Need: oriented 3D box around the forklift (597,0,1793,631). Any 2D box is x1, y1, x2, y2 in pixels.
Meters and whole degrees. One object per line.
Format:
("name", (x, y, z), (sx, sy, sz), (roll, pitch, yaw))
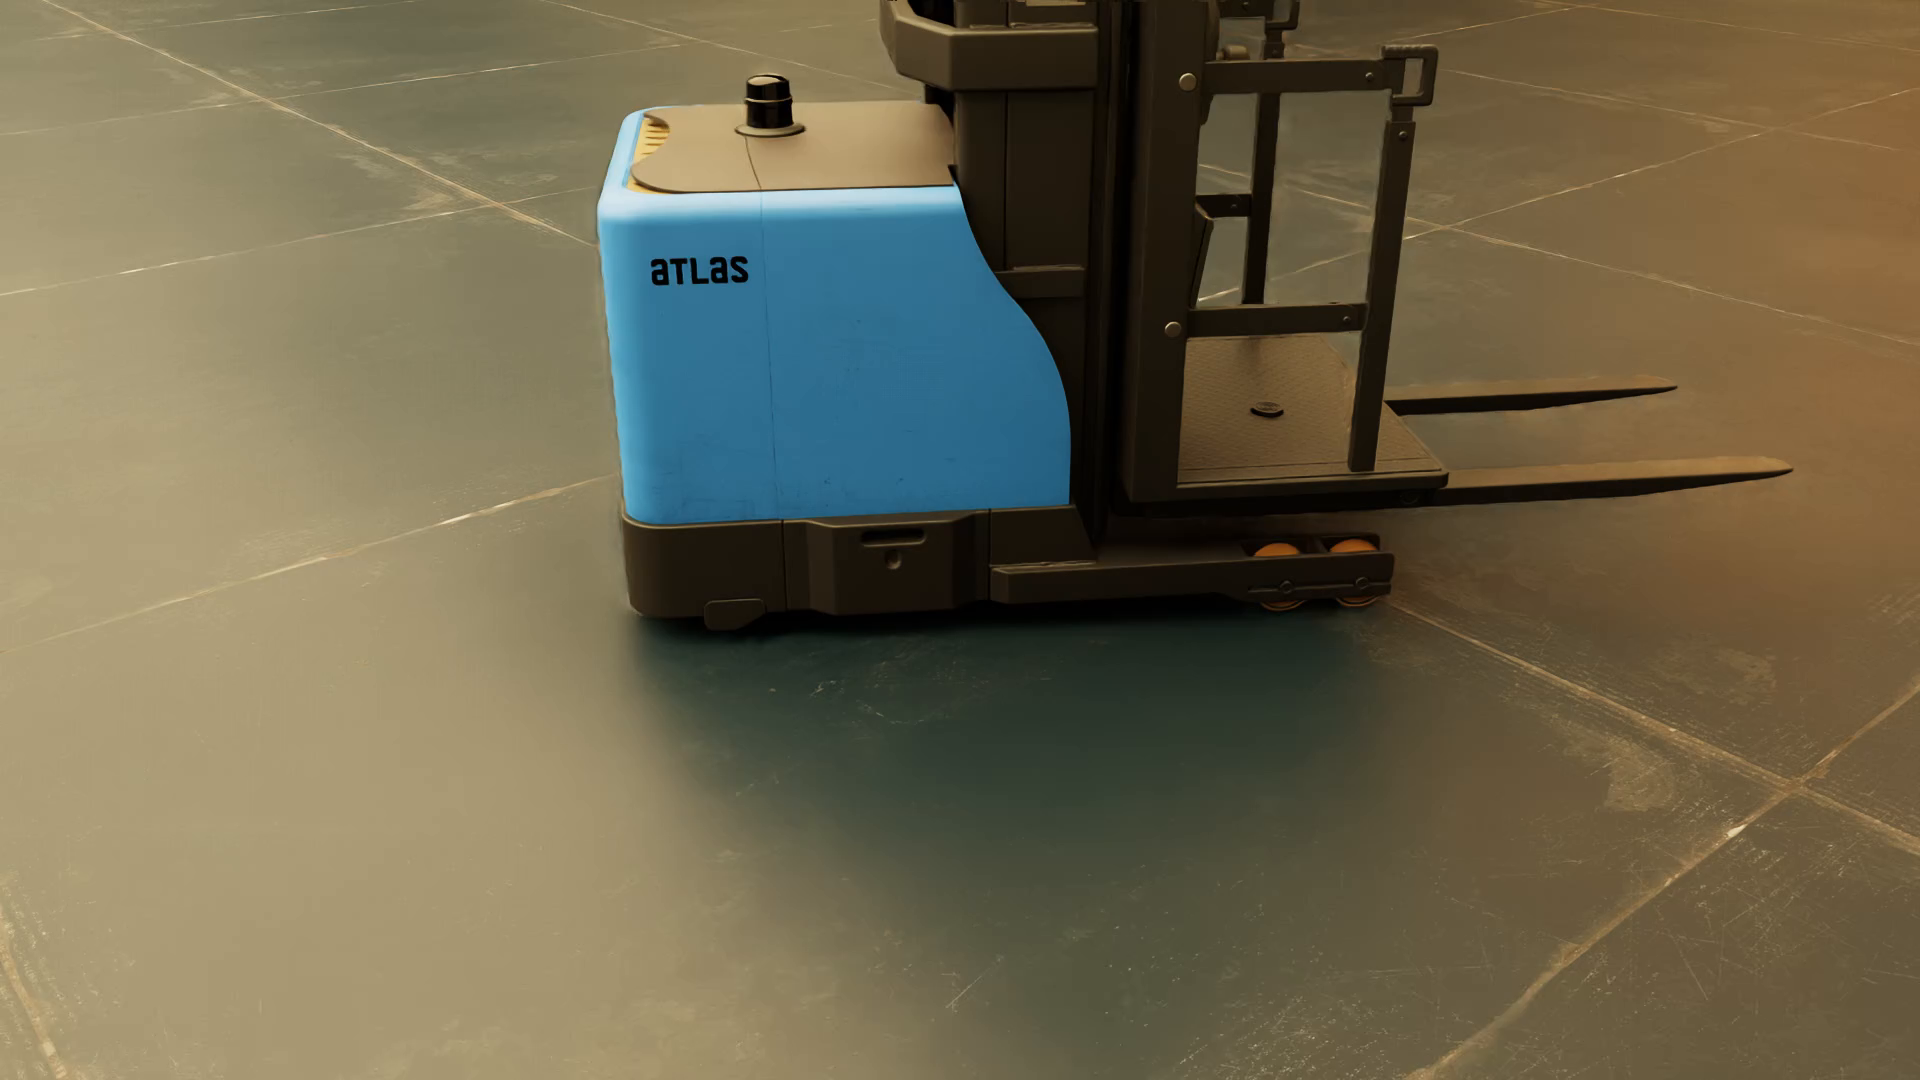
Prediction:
("forklift", (0.651, -1.367, 3.958), (3.031, 2.935, 1.130), (-3, 27, -6))
